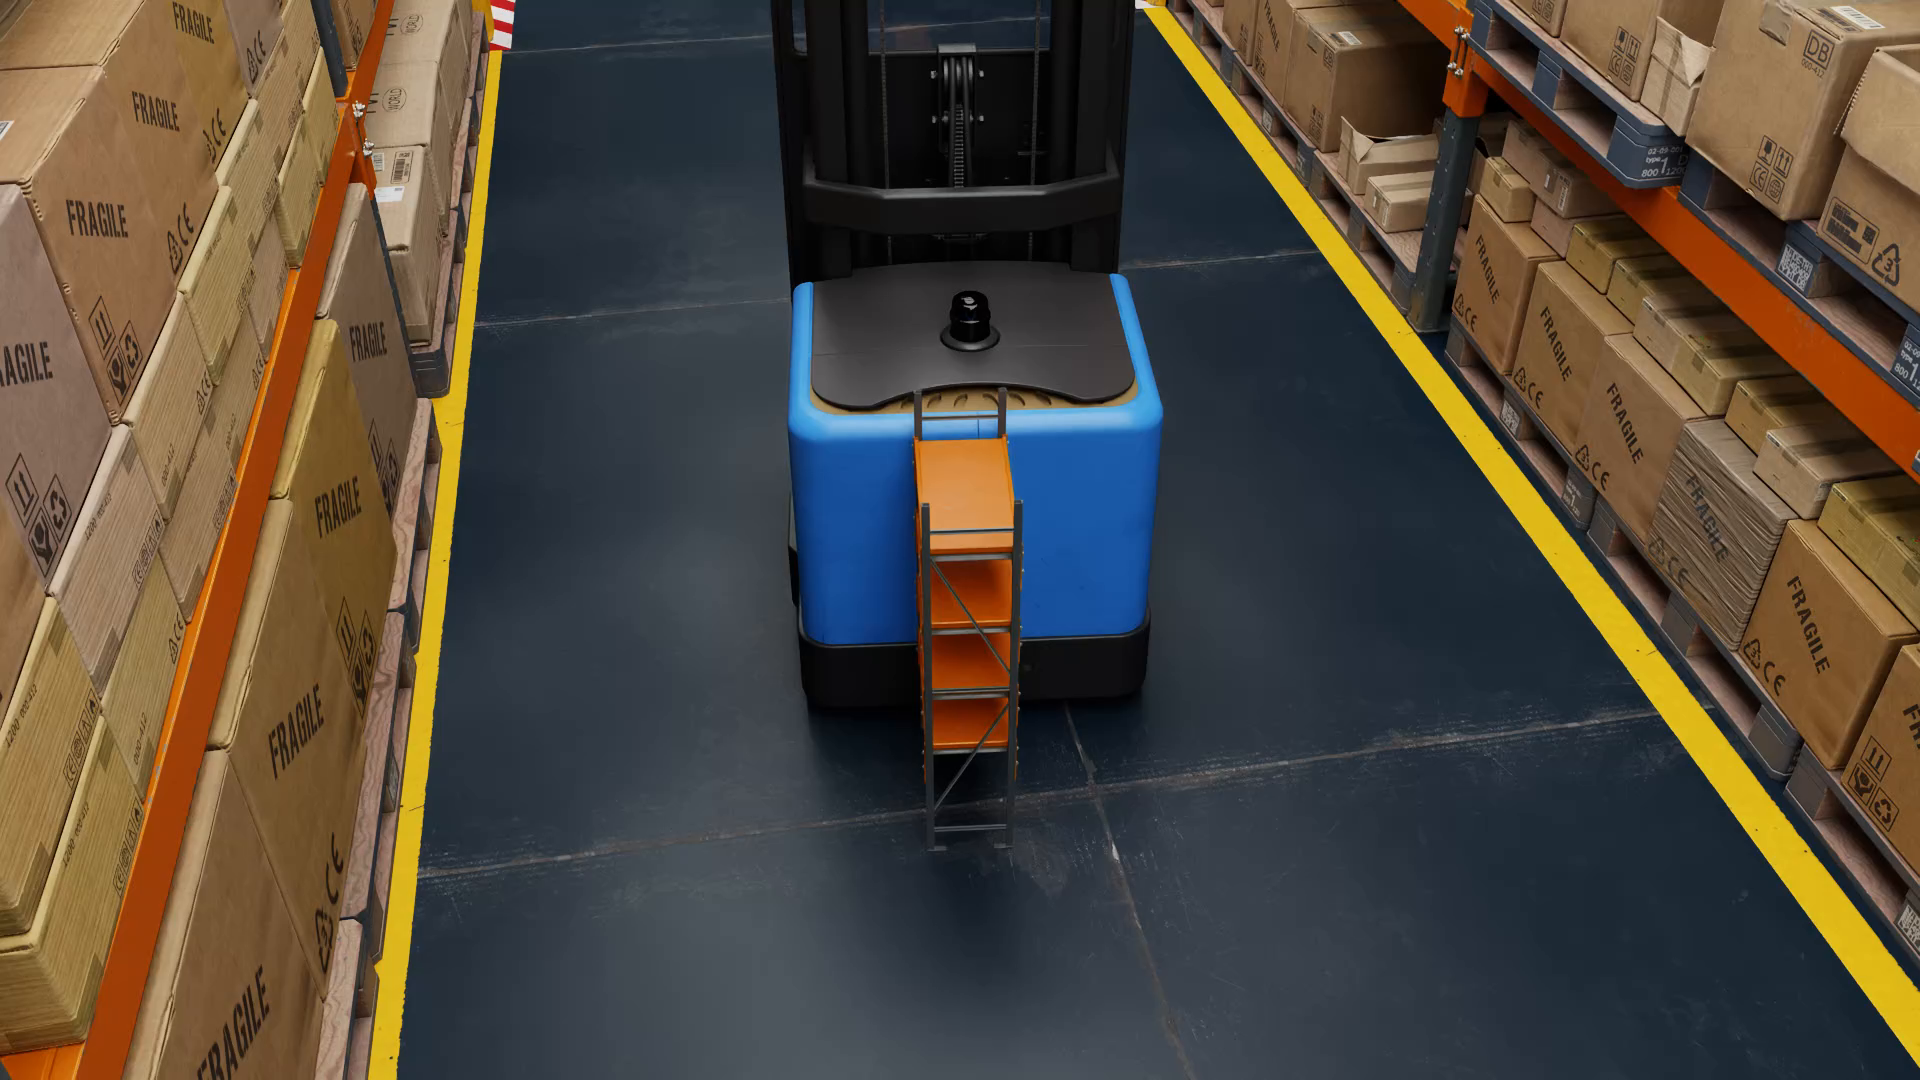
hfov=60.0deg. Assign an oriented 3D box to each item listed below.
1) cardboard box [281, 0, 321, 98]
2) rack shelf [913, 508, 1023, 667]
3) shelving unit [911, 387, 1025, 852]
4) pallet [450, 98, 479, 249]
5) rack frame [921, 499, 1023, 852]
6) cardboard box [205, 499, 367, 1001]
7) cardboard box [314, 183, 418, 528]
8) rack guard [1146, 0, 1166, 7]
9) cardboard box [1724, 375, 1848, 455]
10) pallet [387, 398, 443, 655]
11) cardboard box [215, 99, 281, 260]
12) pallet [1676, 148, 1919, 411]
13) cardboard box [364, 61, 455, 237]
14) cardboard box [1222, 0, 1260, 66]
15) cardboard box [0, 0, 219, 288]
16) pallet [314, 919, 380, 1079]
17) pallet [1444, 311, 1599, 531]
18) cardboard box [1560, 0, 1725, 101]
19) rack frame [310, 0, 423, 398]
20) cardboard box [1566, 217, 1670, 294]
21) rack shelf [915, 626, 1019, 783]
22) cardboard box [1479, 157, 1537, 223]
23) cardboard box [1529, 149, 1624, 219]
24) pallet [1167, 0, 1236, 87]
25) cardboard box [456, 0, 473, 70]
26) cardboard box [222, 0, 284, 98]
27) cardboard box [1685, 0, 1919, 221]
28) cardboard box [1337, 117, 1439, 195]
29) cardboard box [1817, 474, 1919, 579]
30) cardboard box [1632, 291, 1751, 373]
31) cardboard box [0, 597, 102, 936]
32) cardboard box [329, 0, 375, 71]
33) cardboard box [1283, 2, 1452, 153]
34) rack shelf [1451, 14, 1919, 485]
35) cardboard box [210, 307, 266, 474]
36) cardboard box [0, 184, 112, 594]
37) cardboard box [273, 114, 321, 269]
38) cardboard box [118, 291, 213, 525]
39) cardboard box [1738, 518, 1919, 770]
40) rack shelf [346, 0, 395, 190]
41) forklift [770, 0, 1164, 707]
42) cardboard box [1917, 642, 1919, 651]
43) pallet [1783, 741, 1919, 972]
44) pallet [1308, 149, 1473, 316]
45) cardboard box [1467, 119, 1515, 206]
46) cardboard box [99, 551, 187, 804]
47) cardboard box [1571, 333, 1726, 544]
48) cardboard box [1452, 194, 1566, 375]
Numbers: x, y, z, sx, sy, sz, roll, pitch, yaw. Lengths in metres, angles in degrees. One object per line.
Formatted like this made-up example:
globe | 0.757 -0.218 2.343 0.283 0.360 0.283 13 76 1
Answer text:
cardboard box | -2.210 -1.478 4.923 0.500 0.250 0.500 -6 38 -8
rack shelf | 0.014 0.114 4.370 0.258 0.148 0.480 -2 38 -3
shelving unit | 0.014 0.237 4.466 0.258 1.200 0.503 -2 38 -3
pallet | -2.800 -1.685 7.747 1.003 0.211 1.213 -6 38 -8
rack frame | 0.028 0.387 4.274 0.240 1.200 0.015 -2 38 -3
cardboard box | -2.017 0.543 3.995 0.875 0.875 0.875 -6 38 -7
cardboard box | -2.339 -0.541 5.391 0.875 0.875 0.875 -5 38 -7
rack guard | 1.672 -3.500 9.847 1.175 0.500 0.348 -6 38 -8
cardboard box | 2.527 -0.364 4.940 0.380 0.149 0.250 -6 38 -8
pallet | -2.317 -0.021 5.605 1.003 0.211 1.213 -6 38 -8
cardboard box | -2.018 -0.865 4.133 0.500 0.250 0.500 -5 38 -7
pallet | 2.715 -0.799 4.490 1.003 0.211 1.213 -6 38 -8
cardboard box | -2.688 -1.666 7.195 0.875 0.438 0.875 -7 38 -9
cardboard box | 1.784 -2.811 8.619 0.700 0.500 0.500 -5 38 -6
cardboard box | -1.928 -0.841 3.491 0.500 0.500 0.500 -6 38 -7
pallet | -1.889 1.452 3.708 1.003 0.211 1.213 -6 38 -8
pallet | 2.539 -0.528 6.258 1.003 0.211 1.213 -6 38 -8
cardboard box | 2.315 -1.693 5.060 0.700 0.500 0.500 -6 38 -7
rack frame | -2.526 -1.580 5.339 1.000 3.000 0.127 -6 38 -8
cardboard box | 2.342 -0.993 5.750 0.380 0.149 0.250 -8 39 -10
rack shelf | 0.014 0.447 4.629 0.258 0.148 0.480 -2 38 -3
cardboard box | 2.161 -1.306 6.153 0.380 0.149 0.250 -5 38 -6
cardboard box | 2.253 -1.272 5.866 0.380 0.149 0.250 -8 39 -10
pallet | 1.812 -2.904 9.316 1.003 0.211 1.213 -6 38 -8
cardboard box | -3.014 -2.763 8.607 0.875 0.438 0.875 -7 38 -9
cardboard box | -2.103 -1.460 4.288 0.500 0.500 0.500 -6 38 -7
cardboard box | 2.453 -1.219 4.450 0.700 0.500 0.500 -6 38 -8
cardboard box | 1.910 -1.723 7.409 0.396 0.266 0.258 -5 38 -6
cardboard box | 2.598 -0.047 4.532 0.380 0.149 0.250 -7 38 -9
cardboard box | 2.410 -0.674 5.339 0.380 0.149 0.250 -6 38 -8
cardboard box | -1.671 0.365 2.550 0.500 0.250 0.500 -6 38 -8
cardboard box | -2.351 -1.932 5.710 0.500 0.500 0.500 -5 38 -6
cardboard box | 1.966 -2.184 7.812 0.700 0.500 0.500 -8 38 -10
rack shelf | 2.710 -0.624 4.695 1.077 0.370 4.000 -6 38 -8
cardboard box | -1.947 -0.351 3.879 0.500 0.250 0.500 -6 38 -8
cardboard box | -1.767 -0.222 2.694 0.500 0.500 0.500 -6 38 -8
cardboard box | -2.111 -0.970 4.675 0.500 0.250 0.500 -7 38 -9
cardboard box | -1.836 -0.250 3.341 0.500 0.250 0.500 -6 38 -8
cardboard box | 2.603 0.269 4.654 0.500 0.500 0.500 -5 38 -6
rack shelf | -2.877 -2.504 7.115 1.077 0.370 4.000 -6 38 -8
forklift | -0.035 -1.540 5.343 1.130 2.935 3.031 -2 38 -3
cardboard box | 2.644 0.268 4.126 0.380 0.149 0.250 -7 38 -9
pallet | 2.967 0.946 4.361 1.003 0.211 1.213 -6 38 -8
pallet | 2.240 -1.430 7.419 1.003 0.211 1.213 -6 38 -8
cardboard box | 2.477 -1.645 7.272 0.500 0.311 0.500 -5 38 -6
cardboard box | -1.771 0.264 3.088 0.500 0.250 0.500 -7 38 -9
cardboard box | 2.409 -0.356 5.459 0.500 0.500 0.500 -7 38 -9
cardboard box | 2.223 -0.979 6.260 0.500 0.500 0.500 -5 38 -6
